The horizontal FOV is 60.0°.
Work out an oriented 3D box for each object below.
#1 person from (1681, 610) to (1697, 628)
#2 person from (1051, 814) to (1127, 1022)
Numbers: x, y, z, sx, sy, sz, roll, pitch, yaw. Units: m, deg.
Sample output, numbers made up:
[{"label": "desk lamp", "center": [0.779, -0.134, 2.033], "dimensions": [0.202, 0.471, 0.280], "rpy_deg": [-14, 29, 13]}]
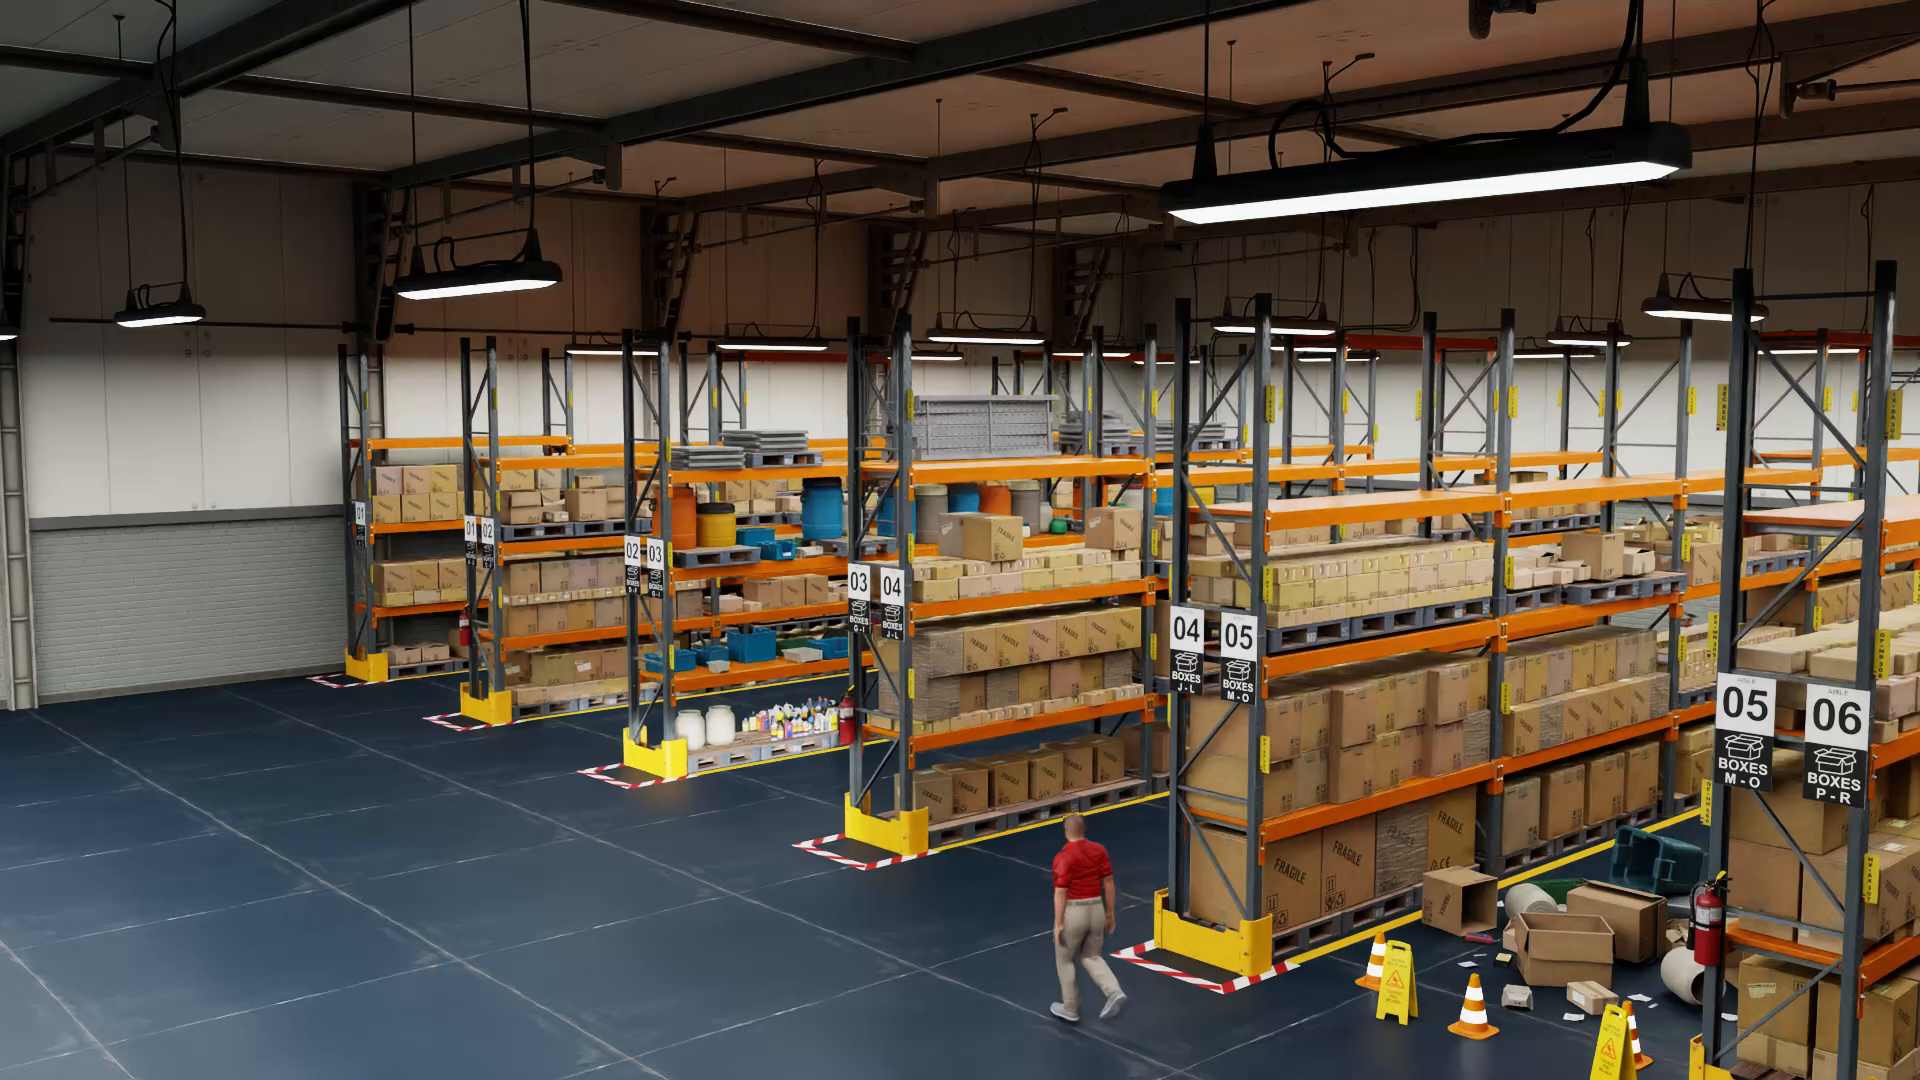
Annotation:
[{"label": "person", "center": [11.774, 1.945, 26.650], "dimensions": [0.719, 1.682, 0.710], "rpy_deg": [-3, 6, -33]}, {"label": "person", "center": [1.027, 3.088, 13.530], "dimensions": [0.547, 1.701, 0.709], "rpy_deg": [-3, 6, -32]}]
